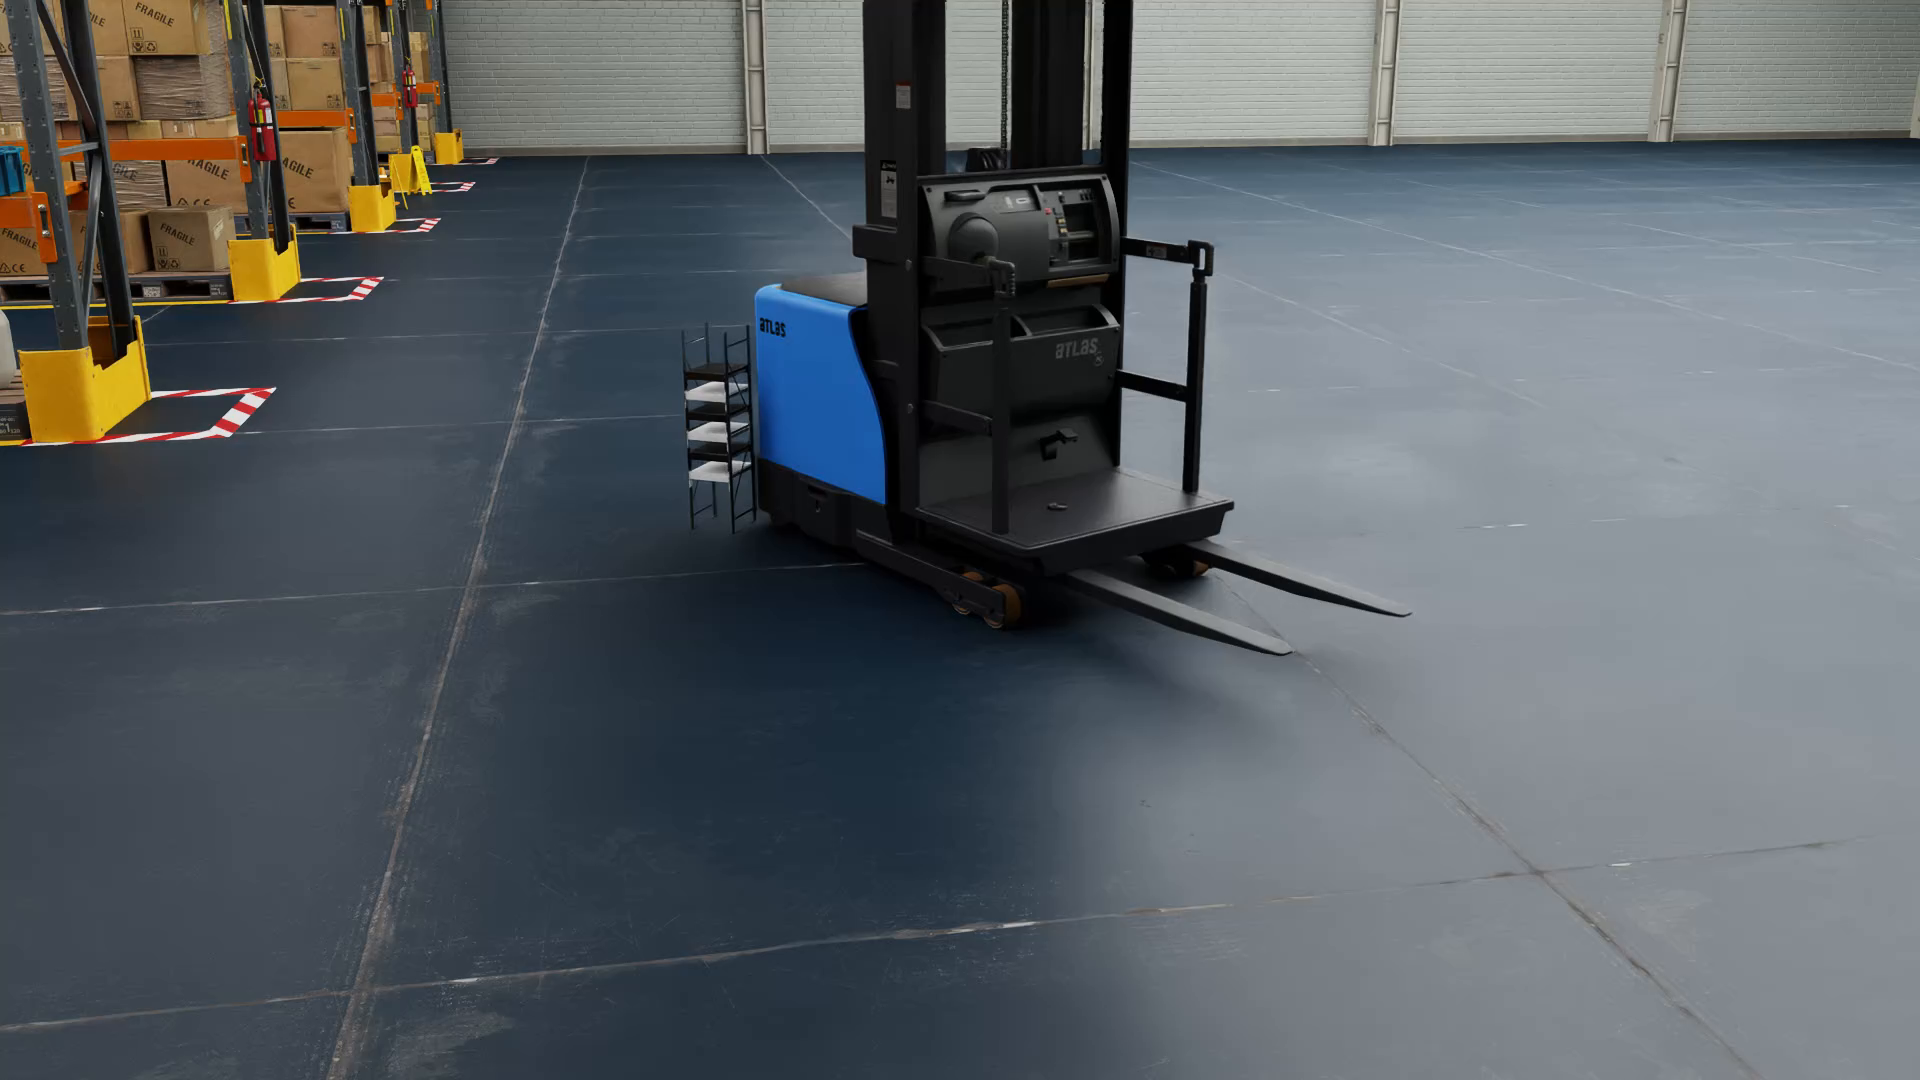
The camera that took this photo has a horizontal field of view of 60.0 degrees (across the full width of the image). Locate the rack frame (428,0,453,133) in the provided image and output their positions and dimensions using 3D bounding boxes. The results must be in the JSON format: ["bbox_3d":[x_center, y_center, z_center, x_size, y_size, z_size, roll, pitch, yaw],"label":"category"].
[{"bbox_3d":[-8.685,-7.866,27.814,0.127,3.000,1.000,-3,17,-10],"label":"rack frame"}]

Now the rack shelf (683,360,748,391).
[{"bbox_3d":[-1.069,-0.725,7.335,0.200,0.077,0.258,6,18,19],"label":"rack shelf"}]

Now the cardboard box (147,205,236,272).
[{"bbox_3d":[-6.476,-2.555,14.063,0.500,0.500,0.500,0,17,0],"label":"cardboard box"}]

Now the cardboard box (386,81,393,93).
[{"bbox_3d":[-8.113,-6.356,23.326,0.250,0.149,0.380,-3,17,-10],"label":"cardboard box"}]

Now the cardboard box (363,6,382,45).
[{"bbox_3d":[-8.200,-7.012,22.653,0.500,0.500,0.700,-4,17,-12],"label":"cardboard box"}]

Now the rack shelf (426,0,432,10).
[{"bbox_3d":[-10.649,-8.845,27.117,4.000,0.370,1.077,-3,17,-10],"label":"rack shelf"}]

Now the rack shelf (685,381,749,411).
[{"bbox_3d":[-1.069,-0.639,7.361,0.200,0.077,0.258,6,18,19],"label":"rack shelf"}]

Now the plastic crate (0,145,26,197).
[{"bbox_3d":[-5.355,-1.966,8.856,0.616,0.251,0.499,-3,17,-10],"label":"plastic crate"}]

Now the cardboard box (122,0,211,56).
[{"bbox_3d":[-6.353,-4.145,13.318,0.500,0.500,0.500,-3,17,-10],"label":"cardboard box"}]

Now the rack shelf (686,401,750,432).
[{"bbox_3d":[-1.069,-0.553,7.388,0.200,0.077,0.258,6,18,19],"label":"rack shelf"}]

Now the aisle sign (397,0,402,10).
[{"bbox_3d":[-7.624,-7.598,22.513,0.004,0.787,0.394,-3,17,-10],"label":"aisle sign"}]

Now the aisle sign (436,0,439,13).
[{"bbox_3d":[-8.565,-9.028,27.169,0.004,0.787,0.394,-3,17,-10],"label":"aisle sign"}]

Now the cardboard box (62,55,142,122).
[{"bbox_3d":[-6.873,-3.684,13.519,0.500,0.500,0.875,-3,17,-10],"label":"cardboard box"}]

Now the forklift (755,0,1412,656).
[{"bbox_3d":[0.379,-1.231,6.328,1.130,2.935,3.031,-13,21,-36],"label":"forklift"}]

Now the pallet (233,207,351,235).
[{"bbox_3d":[-7.472,-3.614,18.719,1.213,0.211,1.003,-3,17,-10],"label":"pallet"}]

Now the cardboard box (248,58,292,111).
[{"bbox_3d":[-7.593,-5.015,18.276,0.550,0.550,0.875,-3,17,-10],"label":"cardboard box"}]

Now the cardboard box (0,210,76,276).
[{"bbox_3d":[-7.675,-2.482,13.826,0.500,0.500,0.500,-2,17,-5],"label":"cardboard box"}]

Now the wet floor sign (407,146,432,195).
[{"bbox_3d":[-7.350,-5.012,22.532,0.232,0.644,0.267,3,17,9],"label":"wet floor sign"}]

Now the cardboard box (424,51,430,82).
[{"bbox_3d":[-9.224,-7.967,27.970,0.500,0.500,0.500,-3,17,-9],"label":"cardboard box"}]

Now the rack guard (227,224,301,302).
[{"bbox_3d":[-5.934,-2.380,14.208,0.348,0.500,1.175,-3,17,-10],"label":"rack guard"}]

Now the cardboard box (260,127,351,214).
[{"bbox_3d":[-7.355,-4.143,18.594,0.875,0.875,0.875,-3,17,-10],"label":"cardboard box"}]

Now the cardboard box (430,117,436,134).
[{"bbox_3d":[-9.186,-7.025,28.192,0.500,0.250,0.500,-3,17,-9],"label":"cardboard box"}]

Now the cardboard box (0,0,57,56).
[{"bbox_3d":[-7.334,-4.088,13.134,0.500,0.500,0.500,-3,17,-10],"label":"cardboard box"}]

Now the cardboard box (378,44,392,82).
[{"bbox_3d":[-8.258,-6.679,23.272,0.500,0.500,0.500,-4,17,-11],"label":"cardboard box"}]

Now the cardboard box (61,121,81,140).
[{"bbox_3d":[-7.083,-3.329,13.470,0.250,0.149,0.380,-3,17,-10],"label":"cardboard box"}]

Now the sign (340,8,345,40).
[{"bbox_3d":[-6.612,-5.524,17.812,0.005,0.325,0.100,-3,17,-10],"label":"sign"}]

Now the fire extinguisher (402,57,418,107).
[{"bbox_3d":[-7.540,-6.272,22.756,0.183,0.674,0.296,-3,17,-10],"label":"fire extinguisher"}]

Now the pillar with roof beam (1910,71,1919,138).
[{"bbox_3d":[20.732,-11.385,29.053,0.400,9.000,9.100,-3,17,-10],"label":"pillar with roof beam"}]

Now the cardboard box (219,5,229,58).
[{"bbox_3d":[-8.171,-5.543,18.156,0.550,0.550,0.875,-3,17,-10],"label":"cardboard box"}]

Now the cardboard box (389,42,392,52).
[{"bbox_3d":[-9.218,-8.101,27.304,0.250,0.149,0.380,-3,17,-10],"label":"cardboard box"}]

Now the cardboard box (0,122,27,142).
[{"bbox_3d":[-7.553,-3.269,13.276,0.250,0.149,0.380,-3,17,-10],"label":"cardboard box"}]

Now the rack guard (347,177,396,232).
[{"bbox_3d":[-6.678,-3.821,18.900,0.348,0.500,1.175,-3,17,-10],"label":"rack guard"}]

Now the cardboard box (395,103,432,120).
[{"bbox_3d":[-9.078,-7.115,27.633,0.500,0.250,0.500,-3,17,-9],"label":"cardboard box"}]

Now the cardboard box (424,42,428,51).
[{"bbox_3d":[-9.067,-8.280,27.886,0.250,0.149,0.380,-4,17,-12],"label":"cardboard box"}]

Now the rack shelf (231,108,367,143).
[{"bbox_3d":[-8.665,-4.559,18.271,4.000,0.370,1.077,-3,17,-10],"label":"rack shelf"}]

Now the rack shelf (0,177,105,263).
[{"bbox_3d":[-6.884,-1.696,8.949,4.000,0.370,1.077,-3,17,-10],"label":"rack shelf"}]

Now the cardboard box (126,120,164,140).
[{"bbox_3d":[-6.582,-3.341,13.508,0.250,0.149,0.380,-3,17,-10],"label":"cardboard box"}]

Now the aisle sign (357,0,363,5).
[{"bbox_3d":[-6.689,-6.347,18.441,0.004,0.787,0.394,-3,17,-10],"label":"aisle sign"}]

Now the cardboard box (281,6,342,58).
[{"bbox_3d":[-7.073,-5.593,18.317,0.550,0.550,0.875,-3,17,-10],"label":"cardboard box"}]

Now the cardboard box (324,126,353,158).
[{"bbox_3d":[-8.477,-5.561,22.998,0.500,0.500,0.500,-3,17,-10],"label":"cardboard box"}]

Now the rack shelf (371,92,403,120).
[{"bbox_3d":[-9.703,-5.980,22.899,4.000,0.370,1.077,-3,17,-10],"label":"rack shelf"}]

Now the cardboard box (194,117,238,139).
[{"bbox_3d":[-6.101,-3.383,13.646,0.250,0.149,0.380,-3,17,-10],"label":"cardboard box"}]

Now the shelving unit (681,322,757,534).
[{"bbox_3d":[-1.069,-0.499,7.404,0.210,0.900,0.258,6,18,19],"label":"shelving unit"}]

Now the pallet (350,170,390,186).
[{"bbox_3d":[-8.619,-5.063,23.437,1.213,0.211,1.003,-3,17,-10],"label":"pallet"}]

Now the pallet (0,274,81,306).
[{"bbox_3d":[-7.934,-2.140,13.918,1.213,0.211,1.003,-3,17,-10],"label":"pallet"}]

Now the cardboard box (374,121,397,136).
[{"bbox_3d":[-9.598,-6.850,27.620,0.500,0.250,0.500,-3,17,-11],"label":"cardboard box"}]

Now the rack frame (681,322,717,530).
[{"bbox_3d":[-1.165,-0.509,7.437,0.006,0.900,0.240,6,18,19],"label":"rack frame"}]

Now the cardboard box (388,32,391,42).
[{"bbox_3d":[-9.233,-8.263,27.324,0.250,0.149,0.380,-3,17,-10],"label":"cardboard box"}]

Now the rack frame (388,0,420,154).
[{"bbox_3d":[-7.740,-6.436,23.156,0.127,3.000,1.000,-3,17,-10],"label":"rack frame"}]

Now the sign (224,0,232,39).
[{"bbox_3d":[-5.774,-4.122,13.114,0.005,0.325,0.100,-3,17,-10],"label":"sign"}]

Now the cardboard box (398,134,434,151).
[{"bbox_3d":[-9.087,-6.635,27.774,0.500,0.250,0.500,-3,17,-10],"label":"cardboard box"}]

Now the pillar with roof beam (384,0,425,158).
[{"bbox_3d":[-8.723,-9.714,23.612,0.400,9.000,9.100,-3,17,-10],"label":"pillar with roof beam"}]

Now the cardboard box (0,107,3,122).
[{"bbox_3d":[-7.865,-3.644,13.389,0.500,0.500,0.875,-3,17,-10],"label":"cardboard box"}]

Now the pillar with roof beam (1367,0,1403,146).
[{"bbox_3d":[8.950,-10.717,26.877,0.400,9.000,9.100,-3,17,-10],"label":"pillar with roof beam"}]

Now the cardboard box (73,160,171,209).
[{"bbox_3d":[-9.114,-4.043,18.269,0.875,0.875,0.875,-3,17,-10],"label":"cardboard box"}]

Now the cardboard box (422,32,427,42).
[{"bbox_3d":[-9.055,-8.409,27.800,0.250,0.149,0.380,-4,17,-12],"label":"cardboard box"}]
